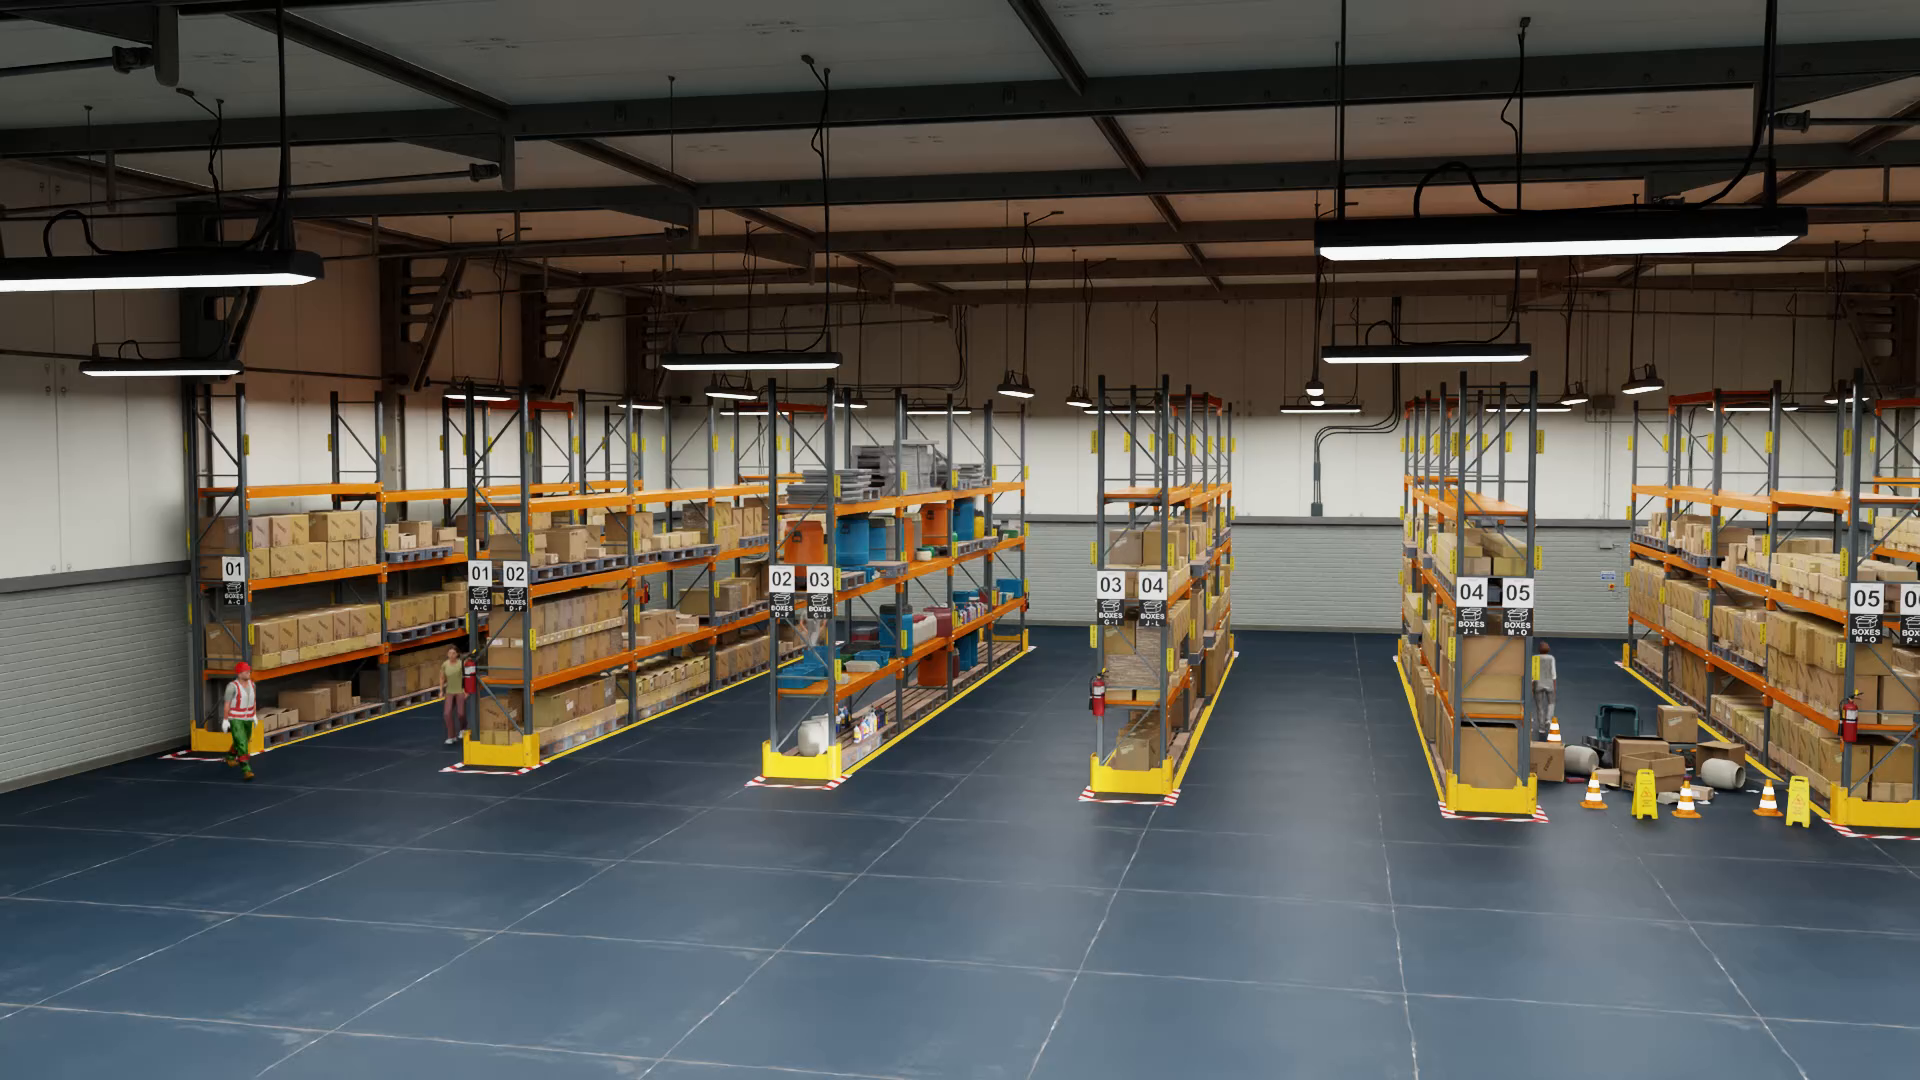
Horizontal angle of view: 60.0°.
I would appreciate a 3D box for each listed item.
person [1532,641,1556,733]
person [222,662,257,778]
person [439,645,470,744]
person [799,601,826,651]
[{"bbox_3d":[10.110,2.557,28.814,0.438,1.597,0.441,1,3,13],"label":"person"},{"bbox_3d":[-10.902,2.699,25.143,1.105,1.738,0.567,3,4,38],"label":"person"},{"bbox_3d":[-8.497,2.582,28.061,0.545,1.654,0.600,0,3,1],"label":"person"},{"bbox_3d":[-3.280,2.084,37.245,0.532,1.585,0.708,1,3,20],"label":"person"}]
